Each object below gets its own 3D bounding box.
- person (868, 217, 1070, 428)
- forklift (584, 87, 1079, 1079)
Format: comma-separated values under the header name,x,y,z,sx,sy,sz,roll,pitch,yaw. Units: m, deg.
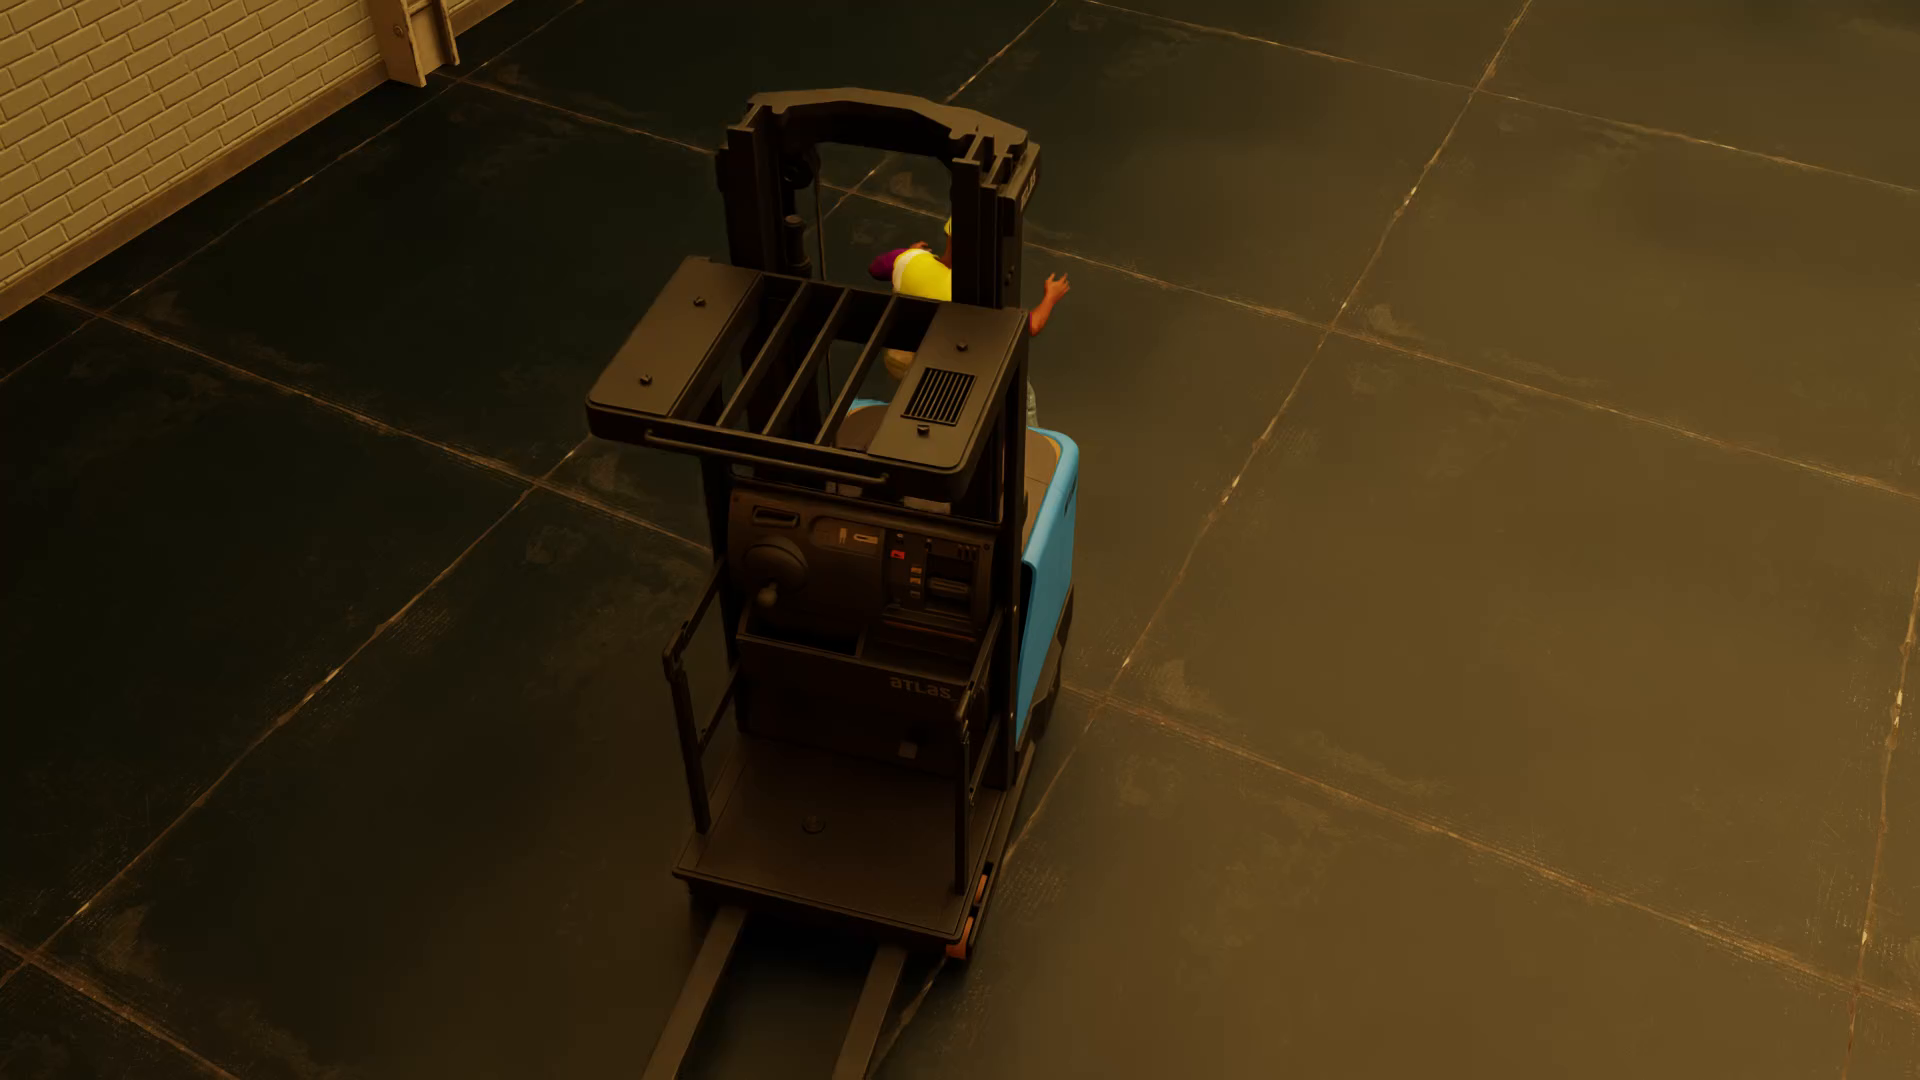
name,x,y,z,sx,sy,sz,roll,pitch,yaw
person,0.046,-0.960,7.693,0.901,1.540,0.816,25,49,24
forklift,-0.398,0.174,5.469,1.130,2.935,3.031,11,44,11
